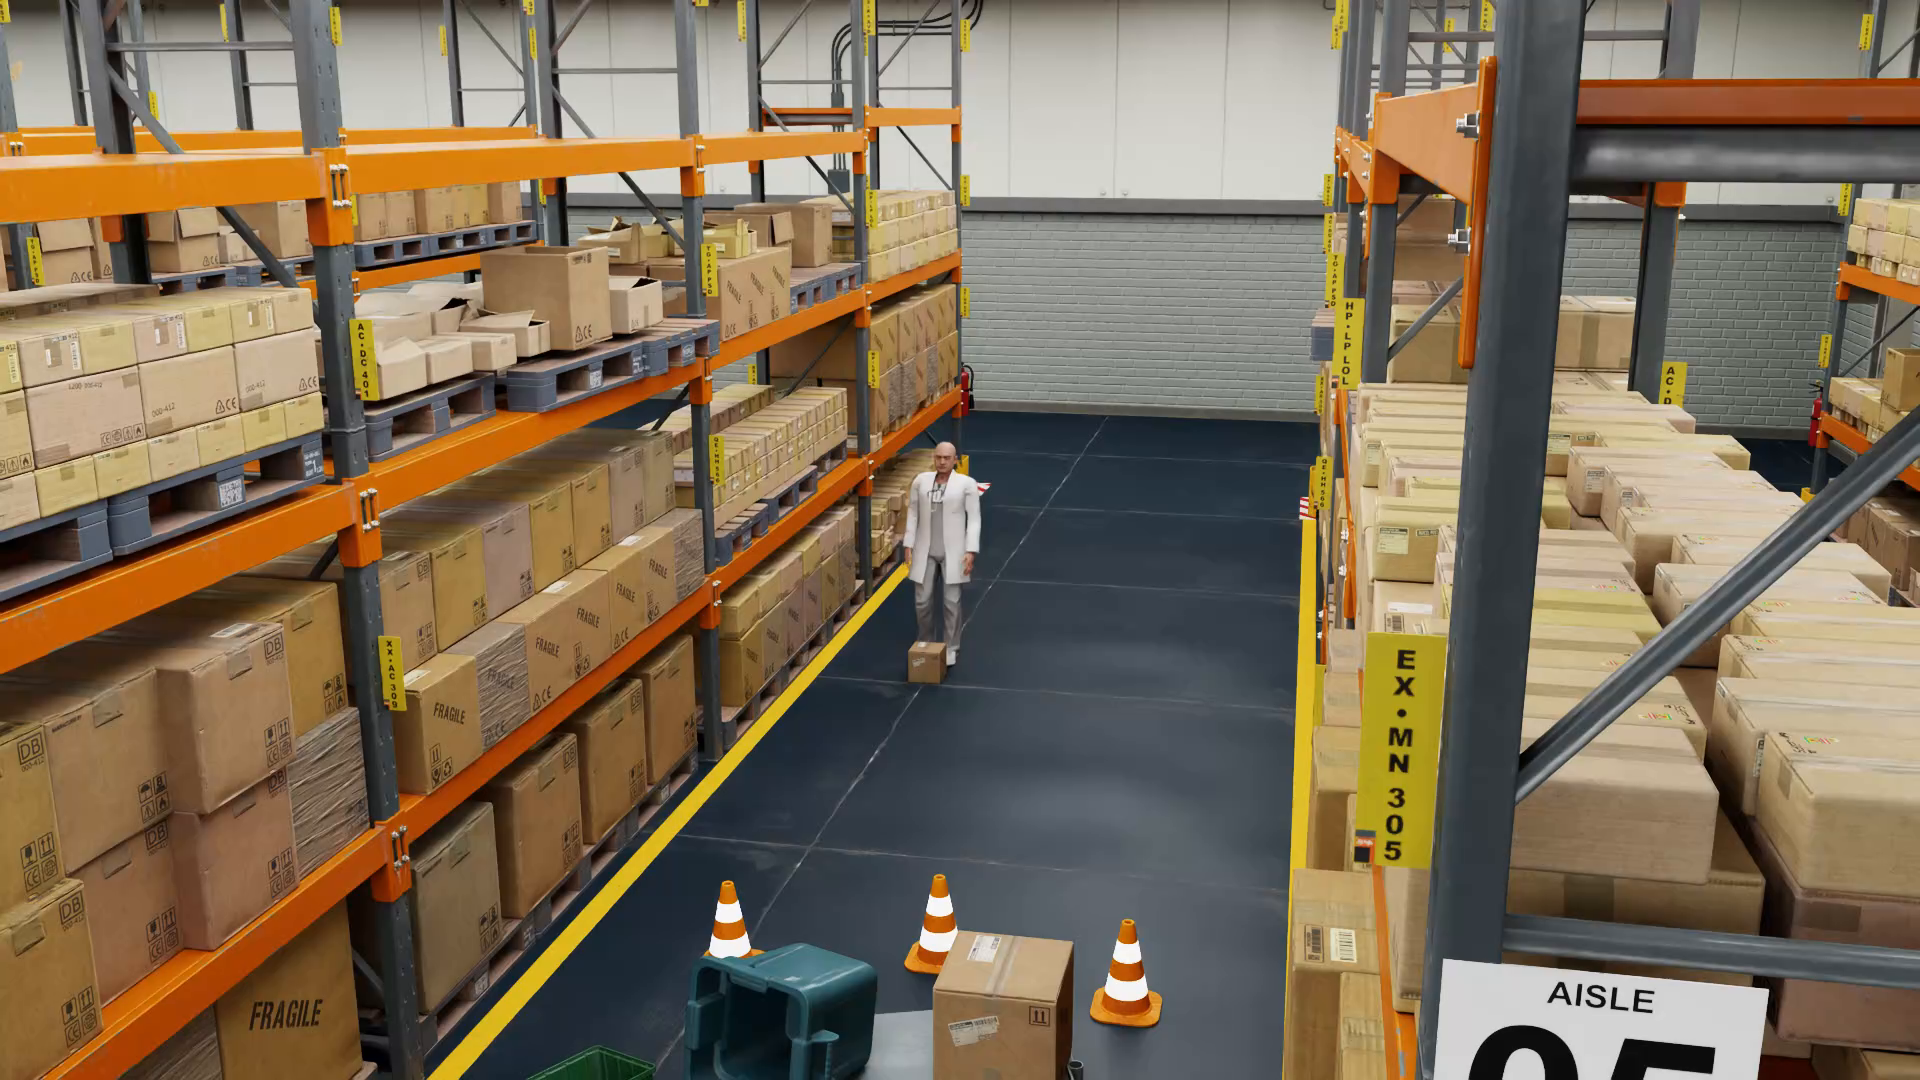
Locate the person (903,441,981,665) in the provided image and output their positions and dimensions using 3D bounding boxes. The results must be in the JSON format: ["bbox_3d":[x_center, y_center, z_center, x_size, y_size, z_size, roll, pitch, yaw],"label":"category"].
[{"bbox_3d":[-0.153,0.150,13.186,0.639,1.867,0.465,3,15,13],"label":"person"}]
